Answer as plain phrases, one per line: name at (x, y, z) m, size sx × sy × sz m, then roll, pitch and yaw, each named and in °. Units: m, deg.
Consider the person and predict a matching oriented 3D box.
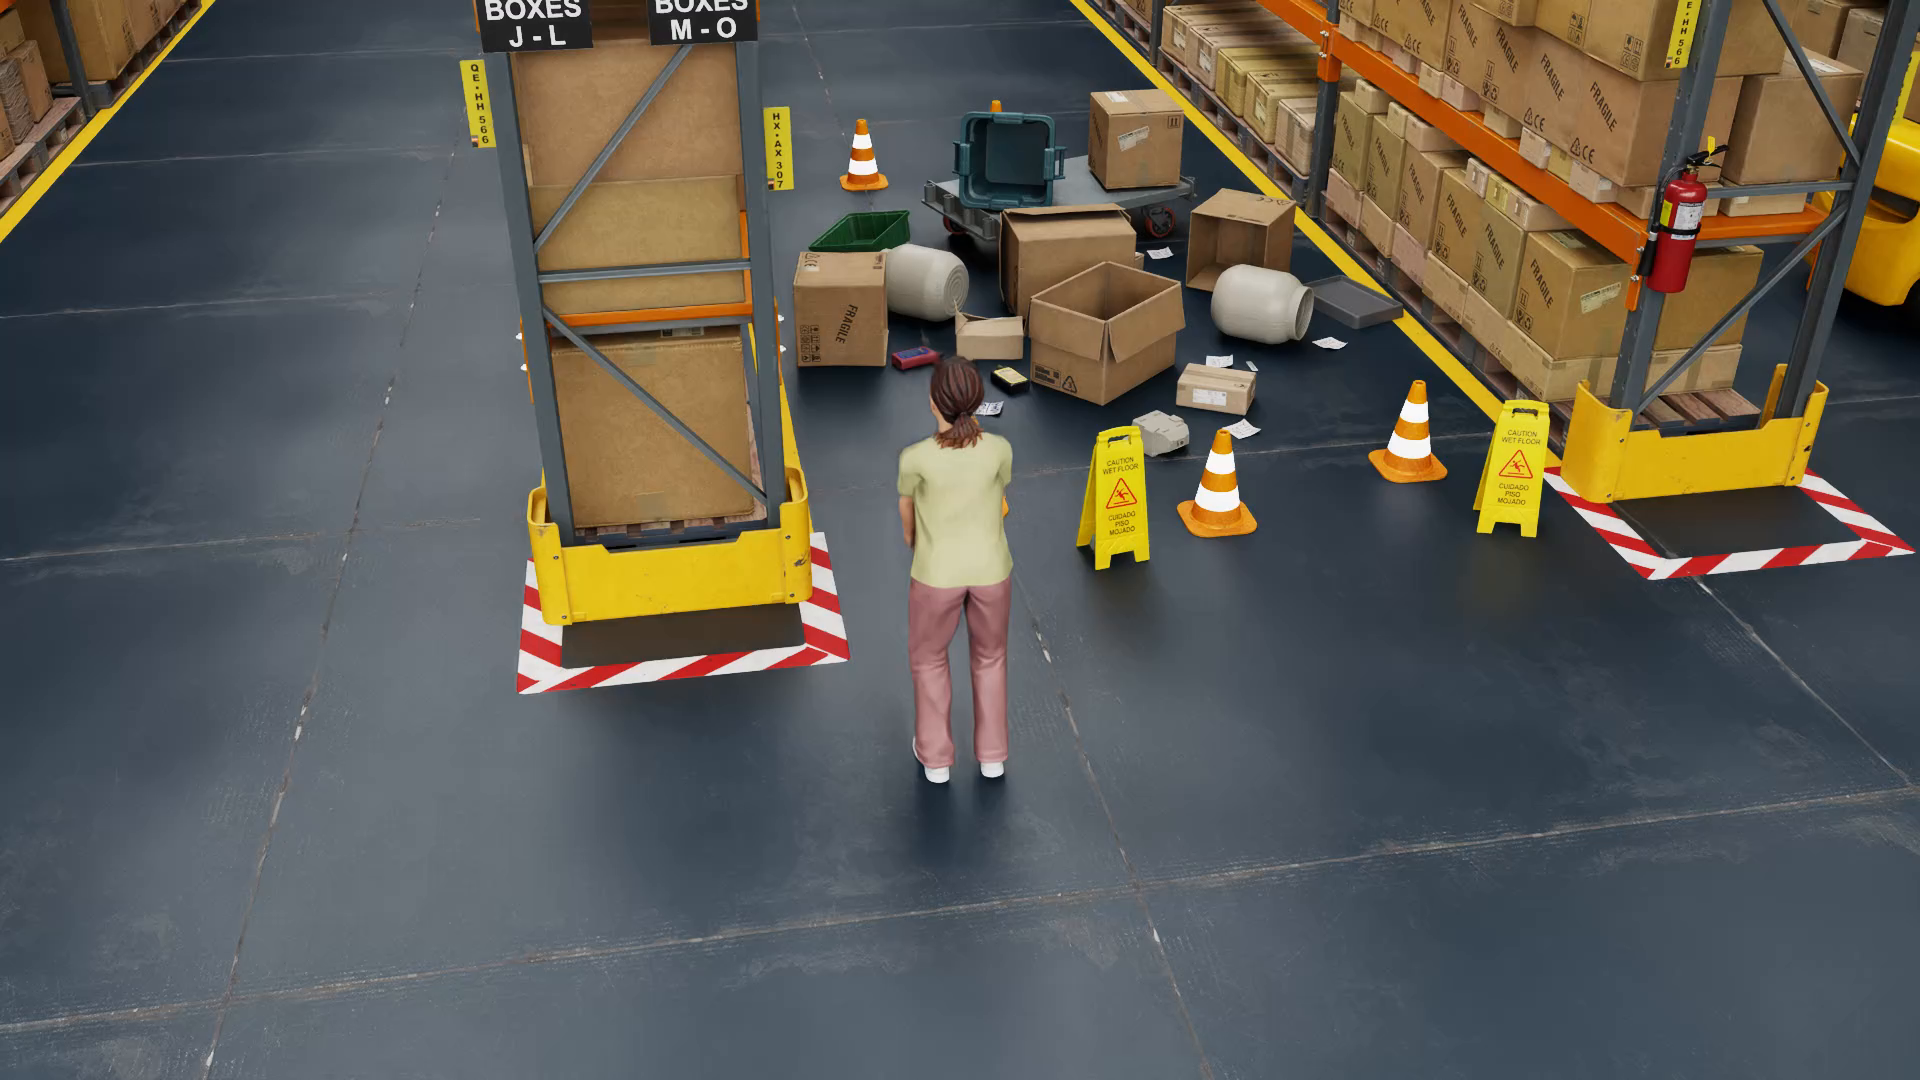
person at (-0.025, 0.087, 6.001) m, size 0.408 × 1.667 × 0.501 m, roll -6°, pitch 31°, yaw -10°
